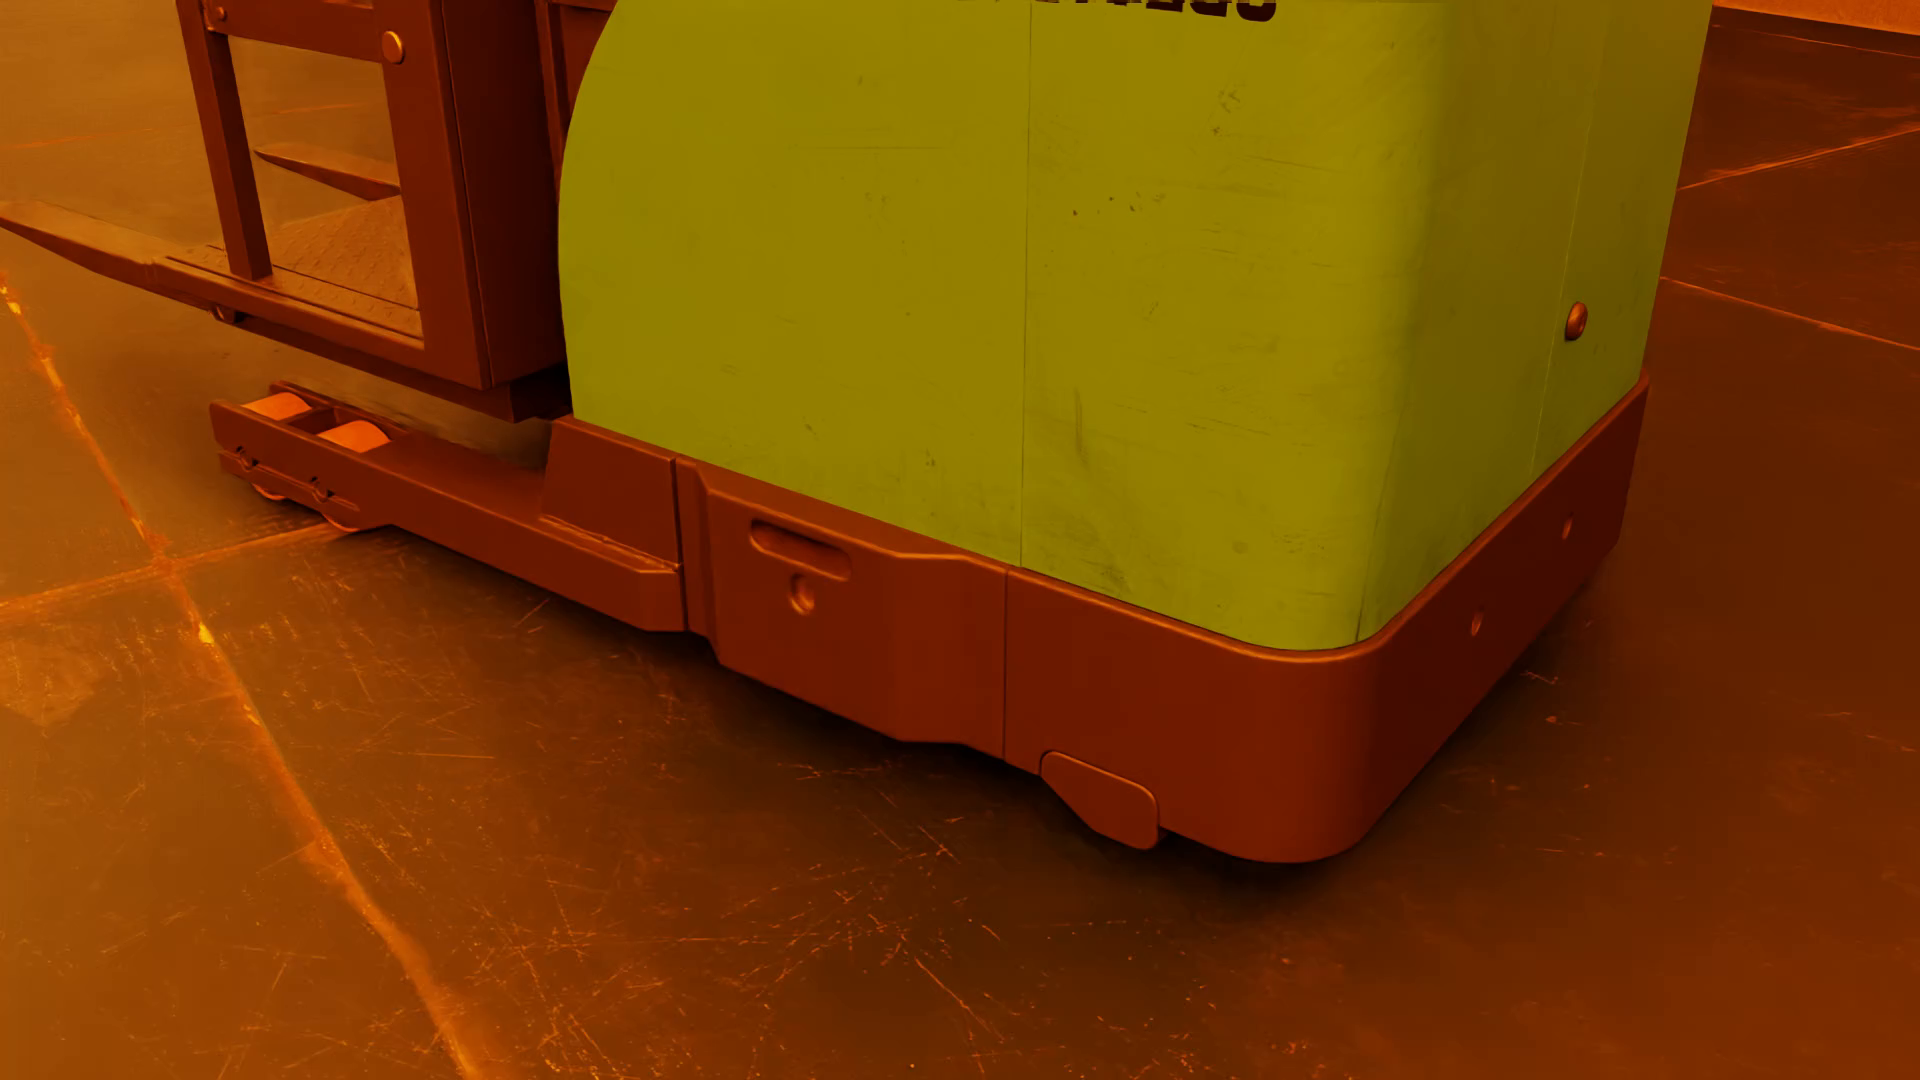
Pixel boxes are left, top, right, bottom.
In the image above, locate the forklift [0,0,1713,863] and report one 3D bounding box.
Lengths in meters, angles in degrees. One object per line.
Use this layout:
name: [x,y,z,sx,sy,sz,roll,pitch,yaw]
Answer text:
forklift: [-0.551,-1.492,2.205,3.031,2.935,1.130,18,32,32]
